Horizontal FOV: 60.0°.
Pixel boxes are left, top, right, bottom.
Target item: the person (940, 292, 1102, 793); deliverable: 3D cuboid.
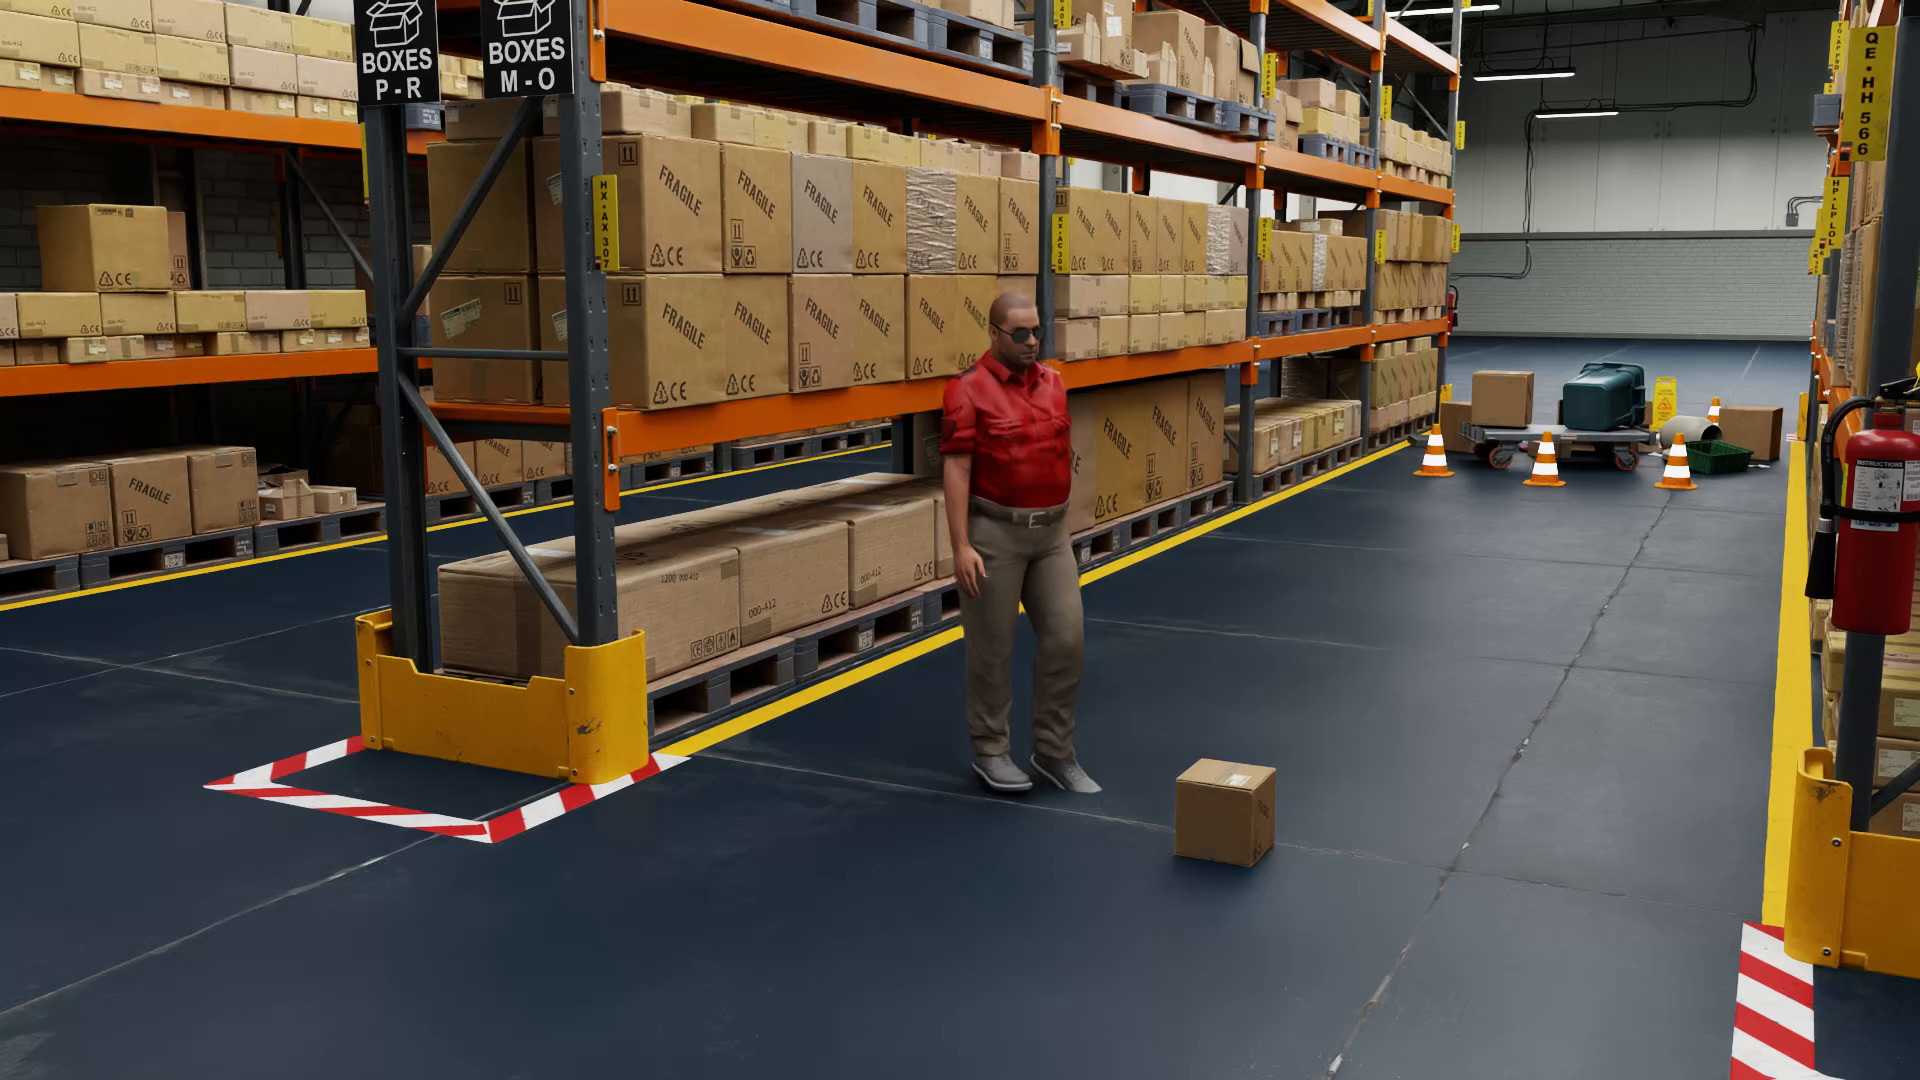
[{"bbox_3d":[0.198,0.050,5.747,0.553,1.798,0.419,-5,11,-31],"label":"person"}]
